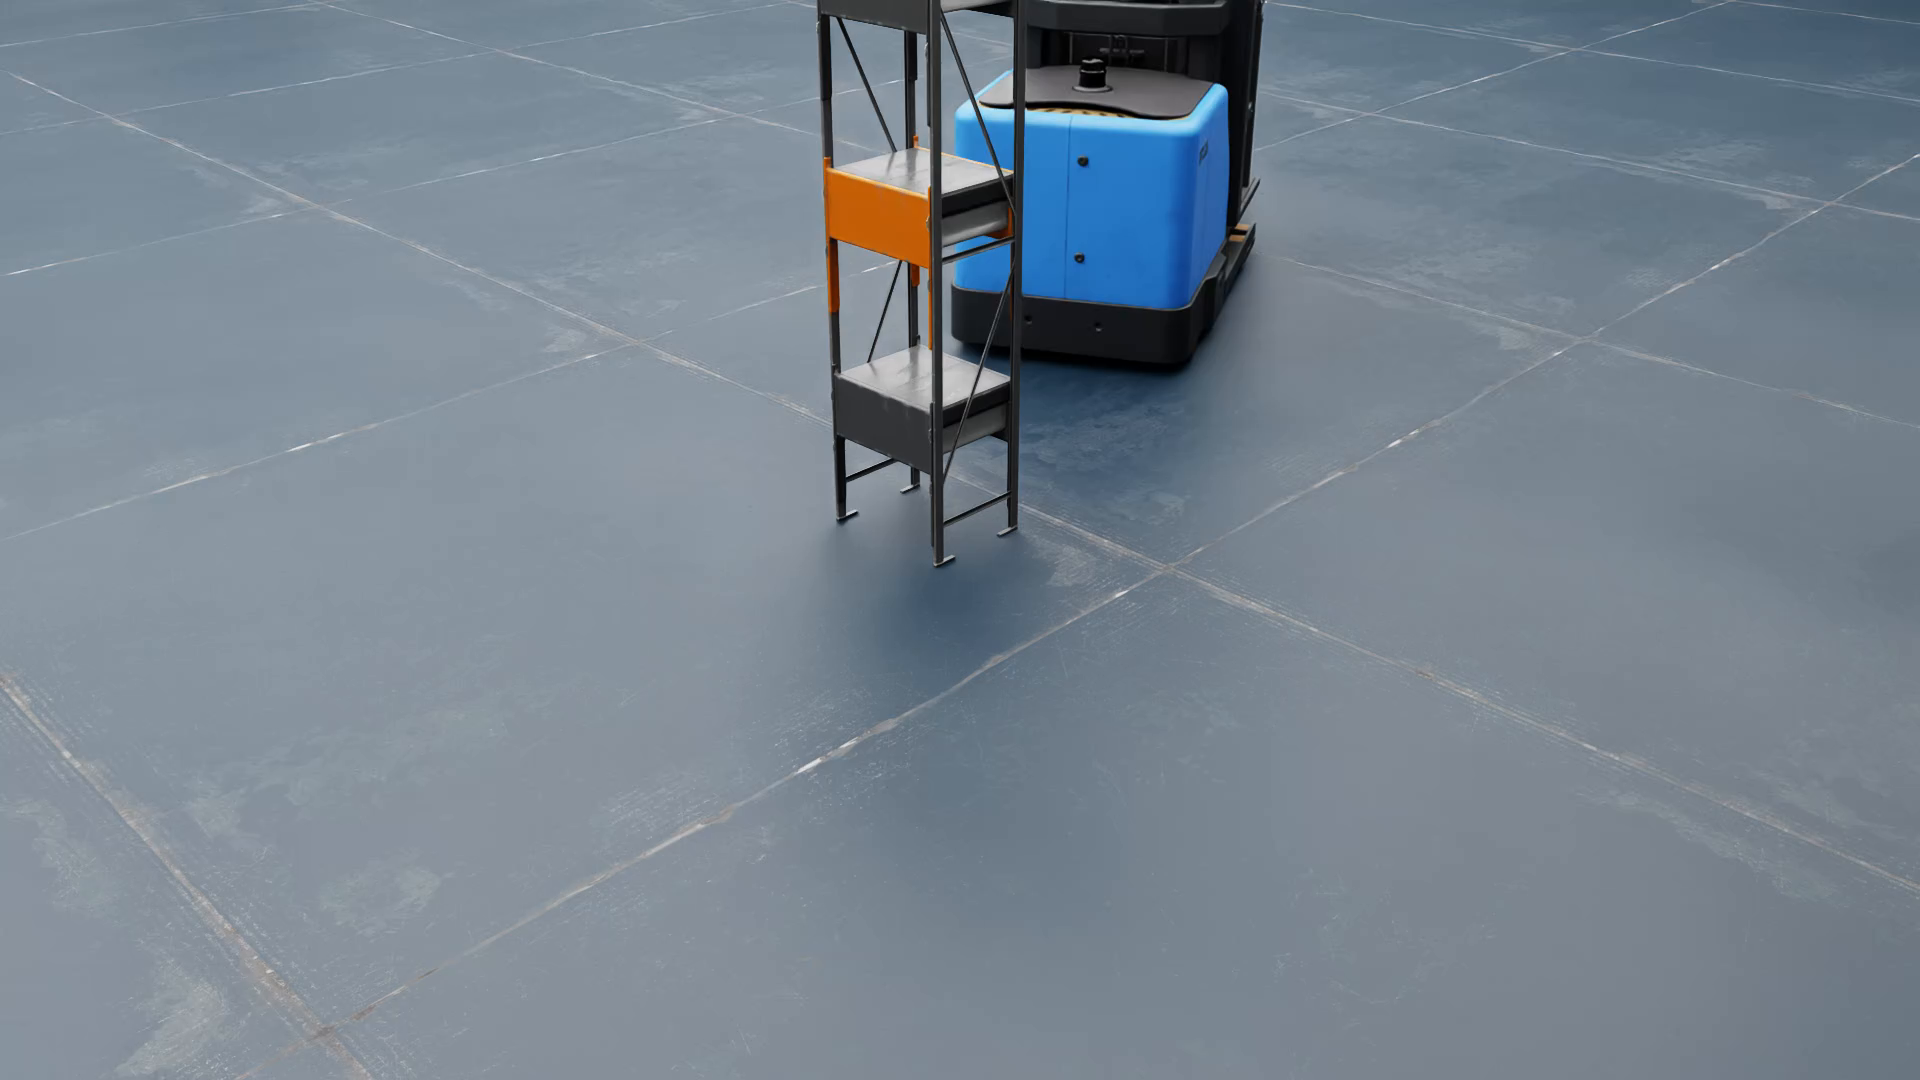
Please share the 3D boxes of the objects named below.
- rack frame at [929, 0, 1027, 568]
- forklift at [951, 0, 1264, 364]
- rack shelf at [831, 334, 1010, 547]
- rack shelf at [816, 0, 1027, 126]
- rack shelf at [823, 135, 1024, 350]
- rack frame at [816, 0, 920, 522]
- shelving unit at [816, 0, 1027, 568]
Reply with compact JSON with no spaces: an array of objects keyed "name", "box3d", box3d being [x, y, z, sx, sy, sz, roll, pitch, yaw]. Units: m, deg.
[{"name":"rack frame","box3d":[0.056,-0.904,5.213,0.015,2.100,0.400,25,36,38]},{"name":"forklift","box3d":[0.882,-2.707,7.749,1.130,2.935,3.031,8,29,15]},{"name":"rack shelf","box3d":[-0.118,-0.352,5.696,0.480,0.518,0.431,25,36,38]},{"name":"rack shelf","box3d":[-0.118,-1.591,5.045,0.480,0.518,0.431,25,36,38]},{"name":"rack shelf","box3d":[-0.118,-0.971,5.370,0.480,0.518,0.431,25,36,38]},{"name":"rack frame","box3d":[-0.292,-1.063,5.515,0.015,2.100,0.400,25,36,38]},{"name":"shelving unit","box3d":[-0.118,-0.983,5.364,0.503,2.100,0.431,25,36,38]}]
